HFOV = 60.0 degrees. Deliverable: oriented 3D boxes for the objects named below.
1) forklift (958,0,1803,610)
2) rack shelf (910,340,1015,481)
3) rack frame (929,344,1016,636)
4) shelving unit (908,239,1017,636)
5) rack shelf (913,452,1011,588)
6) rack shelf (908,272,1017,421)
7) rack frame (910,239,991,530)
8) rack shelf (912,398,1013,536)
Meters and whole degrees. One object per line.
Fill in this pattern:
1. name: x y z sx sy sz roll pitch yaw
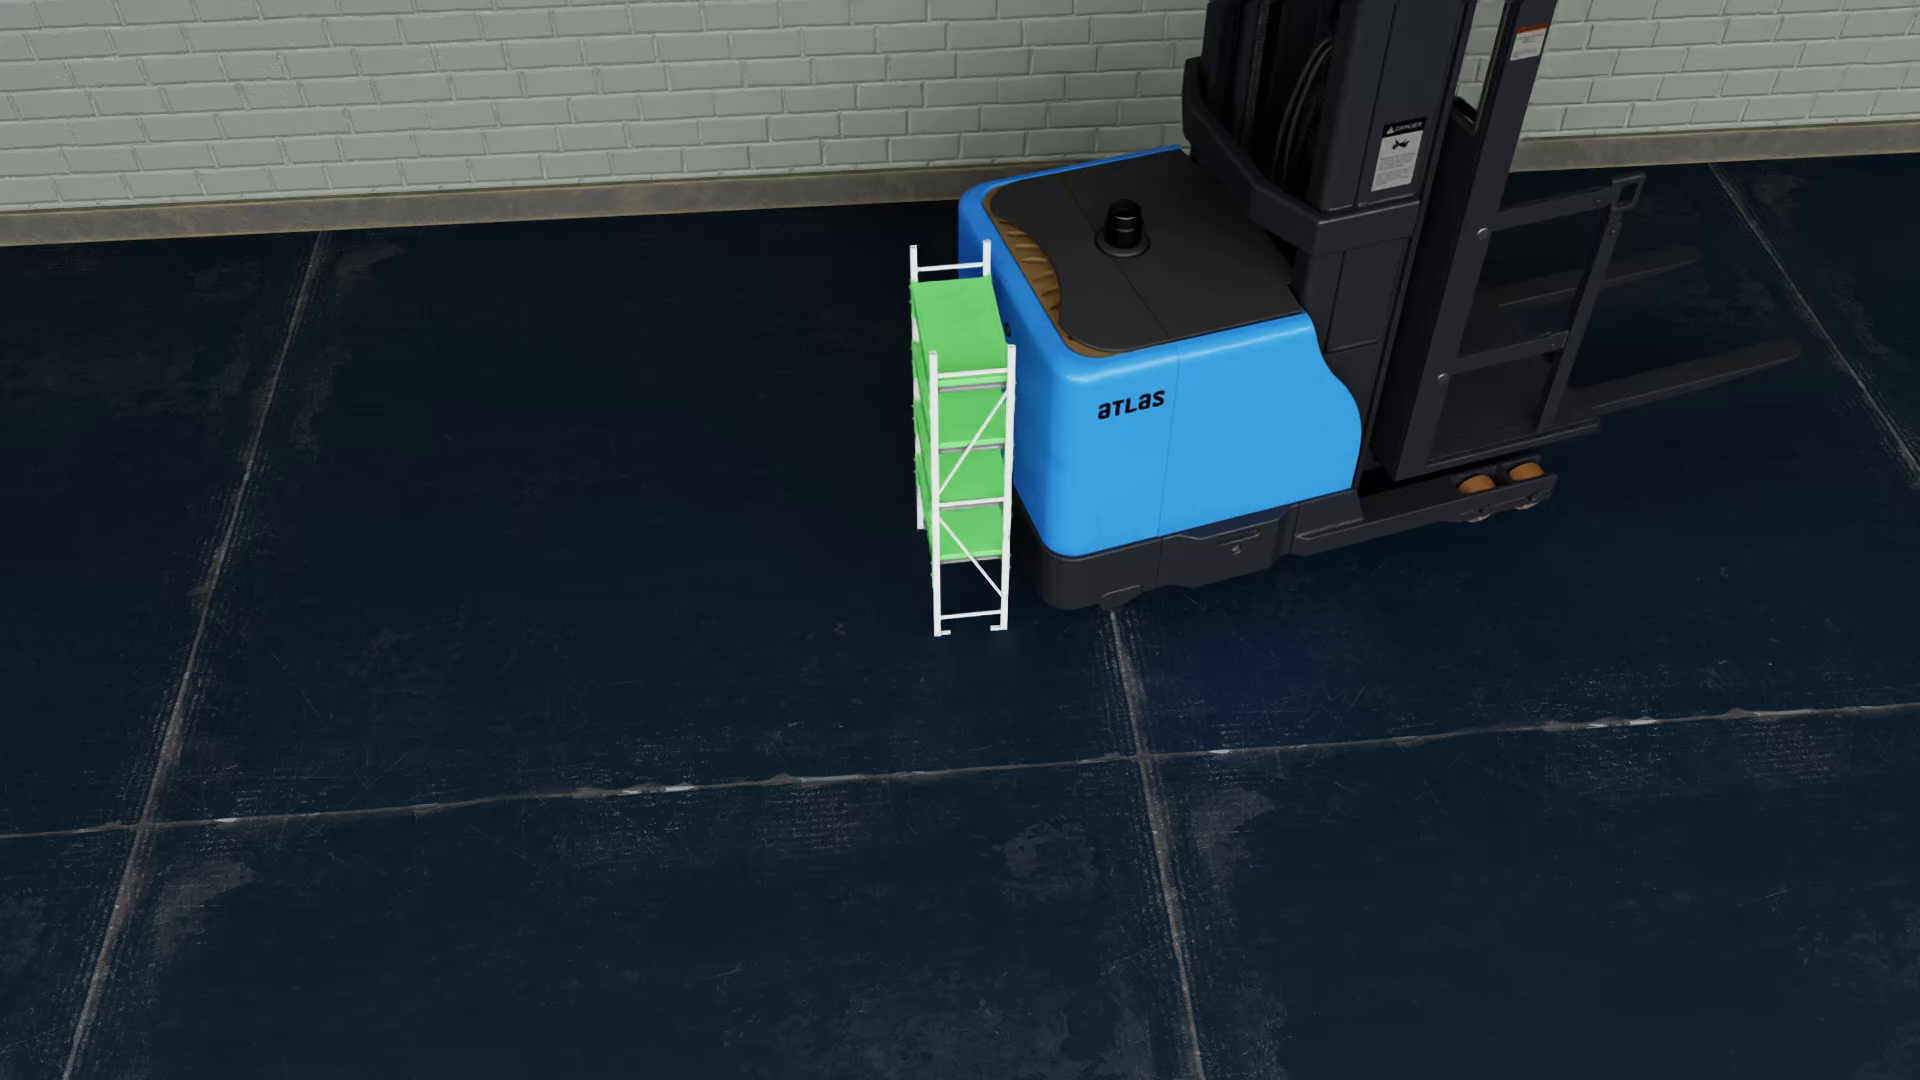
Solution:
1. forklift: 1.554 -1.422 5.078 3.031 2.935 1.130 -14 48 -13
2. rack shelf: 0.003 -0.410 5.070 0.258 0.148 0.480 -5 47 -5
3. rack frame: 0.035 -0.114 5.031 0.240 1.200 0.015 -5 47 -5
4. shelving unit: 0.003 -0.289 5.198 0.258 1.200 0.503 -5 47 -5
5. rack shelf: 0.003 -0.080 5.418 0.258 0.148 0.480 -5 47 -5
6. rack shelf: 0.003 -0.575 4.895 0.258 0.148 0.480 -5 47 -5
7. rack frame: -0.029 -0.465 5.364 0.240 1.200 0.015 -5 47 -5
8. rack shelf: 0.003 -0.245 5.244 0.258 0.148 0.480 -5 47 -5
